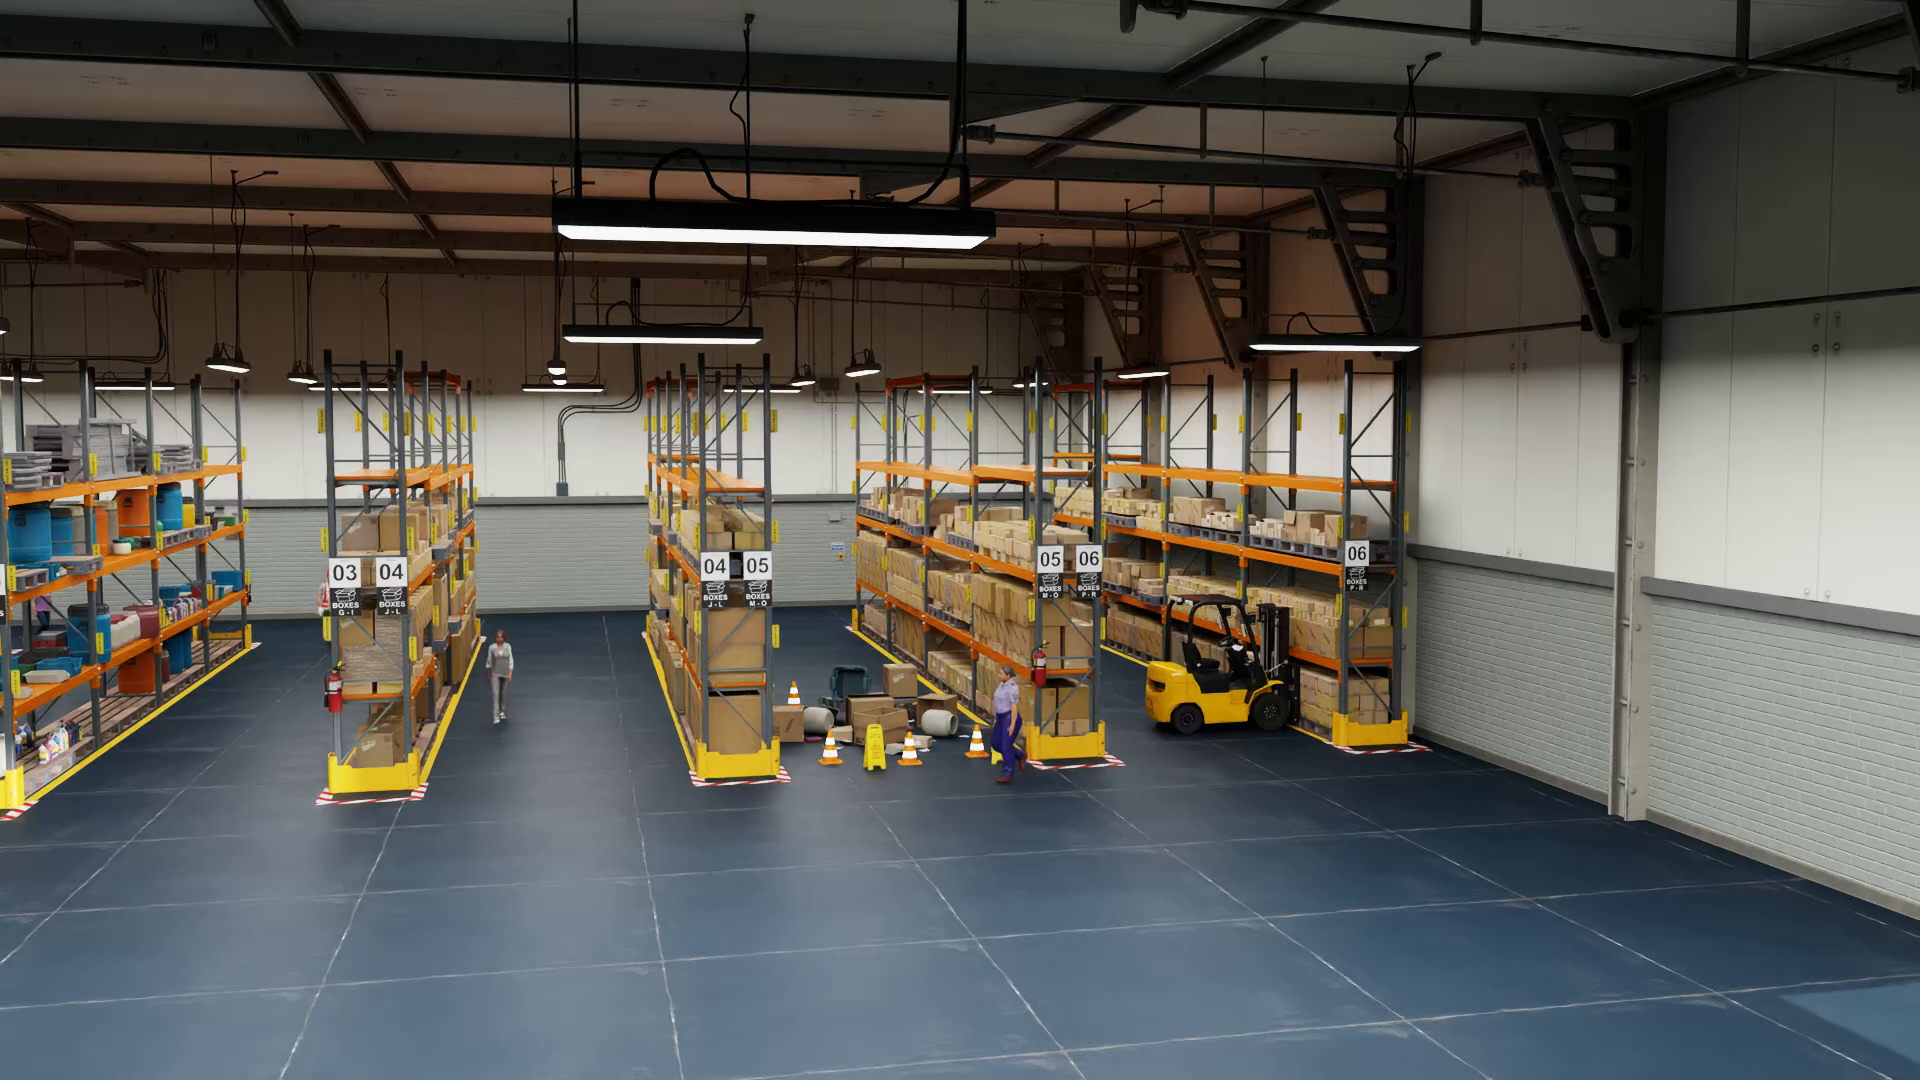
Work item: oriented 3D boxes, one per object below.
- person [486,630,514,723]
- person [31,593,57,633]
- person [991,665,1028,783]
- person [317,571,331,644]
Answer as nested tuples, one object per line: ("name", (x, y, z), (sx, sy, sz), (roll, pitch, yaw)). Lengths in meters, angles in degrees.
("person", (-7.672, 2.274, 27.780), (0.434, 1.546, 0.967), (-2, 4, -28))
("person", (-20.506, 1.605, 37.193), (0.407, 1.590, 0.464), (1, 4, 15))
("person", (0.720, 2.558, 23.340), (0.579, 1.621, 0.525), (-1, 4, -20))
("person", (-14.056, 1.538, 37.154), (0.548, 1.731, 1.098), (-1, 4, -17))
